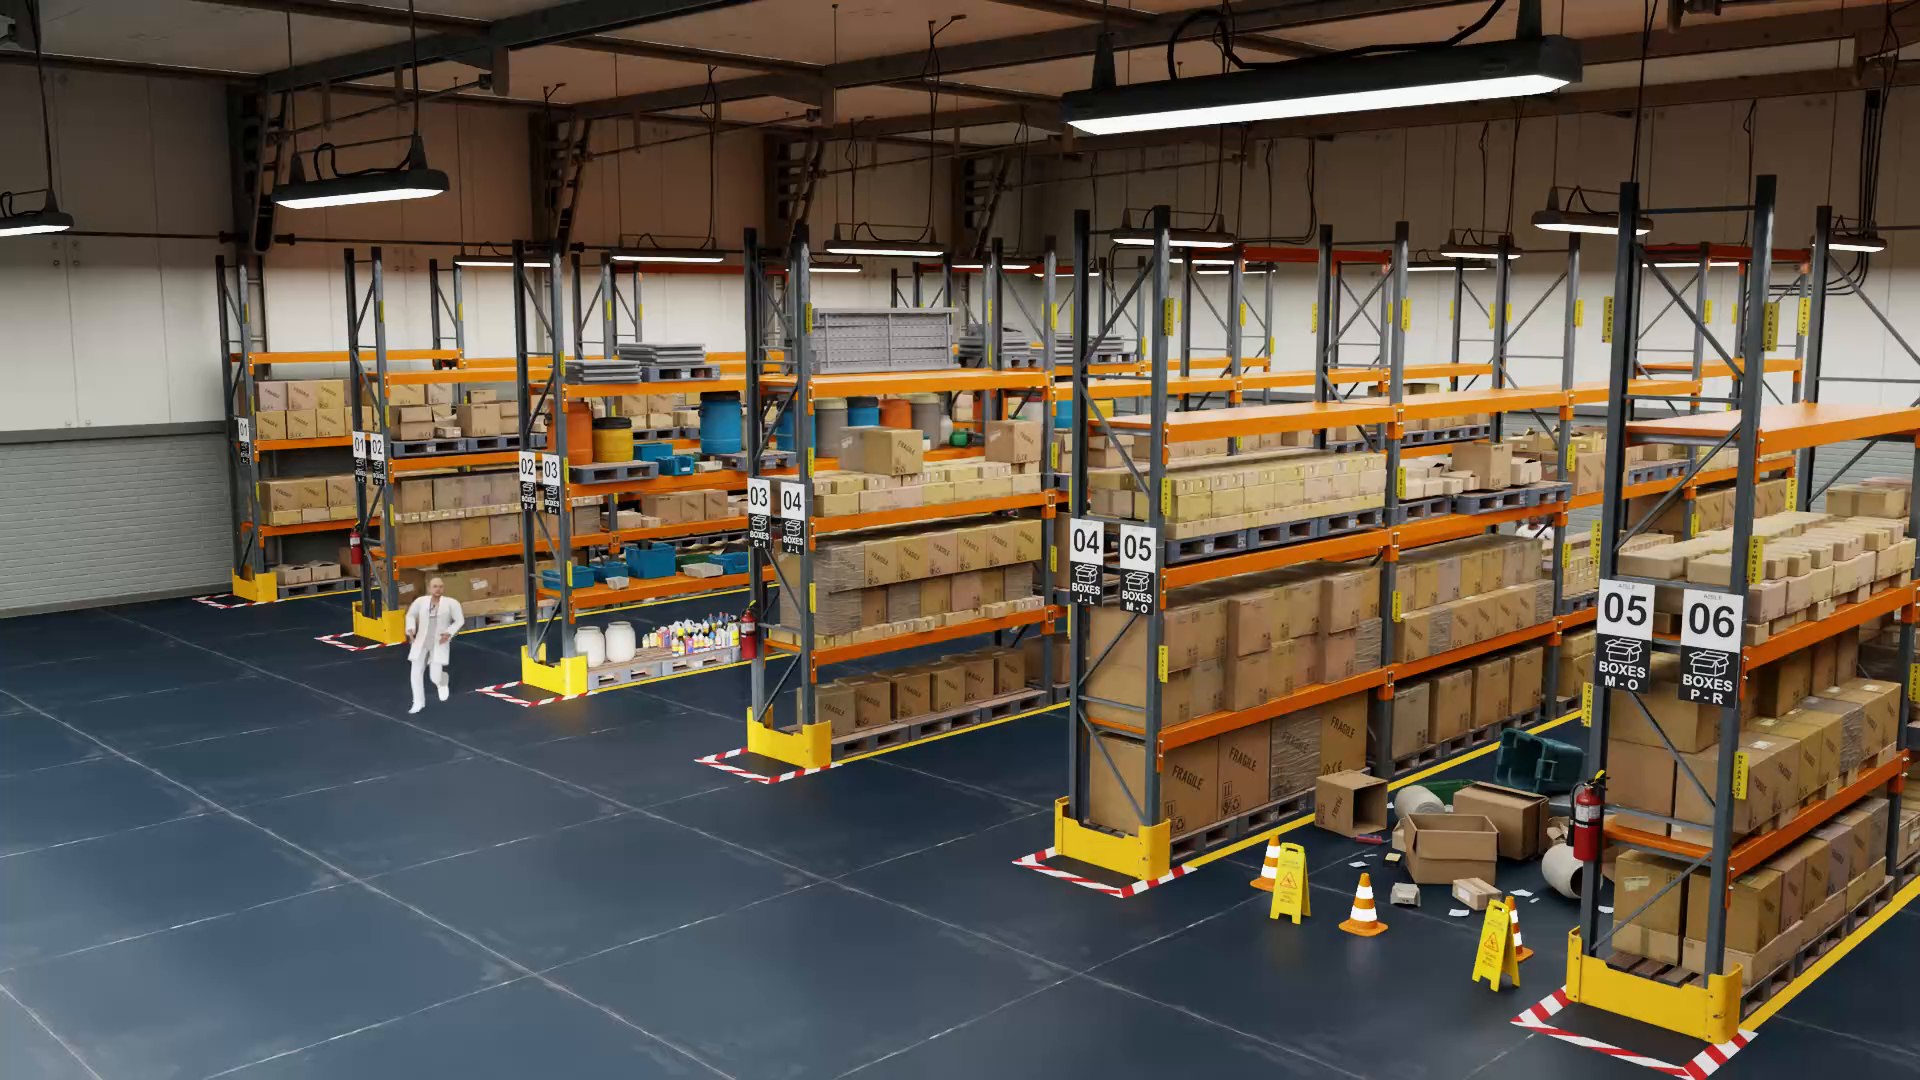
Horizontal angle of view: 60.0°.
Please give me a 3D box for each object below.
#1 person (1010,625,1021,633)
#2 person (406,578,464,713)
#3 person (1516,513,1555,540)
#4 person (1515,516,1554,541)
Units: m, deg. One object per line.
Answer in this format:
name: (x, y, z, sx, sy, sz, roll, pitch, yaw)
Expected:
person: (0.886, 0.595, 24.871, 0.522, 1.565, 0.521, 5, 10, 32)
person: (-6.742, 1.370, 21.346, 0.728, 1.612, 0.624, -1, 8, -4)
person: (10.544, -0.005, 30.290, 0.752, 1.808, 0.964, -2, 8, -11)
person: (9.721, 0.331, 28.212, 0.708, 1.723, 0.551, 5, 9, 31)
